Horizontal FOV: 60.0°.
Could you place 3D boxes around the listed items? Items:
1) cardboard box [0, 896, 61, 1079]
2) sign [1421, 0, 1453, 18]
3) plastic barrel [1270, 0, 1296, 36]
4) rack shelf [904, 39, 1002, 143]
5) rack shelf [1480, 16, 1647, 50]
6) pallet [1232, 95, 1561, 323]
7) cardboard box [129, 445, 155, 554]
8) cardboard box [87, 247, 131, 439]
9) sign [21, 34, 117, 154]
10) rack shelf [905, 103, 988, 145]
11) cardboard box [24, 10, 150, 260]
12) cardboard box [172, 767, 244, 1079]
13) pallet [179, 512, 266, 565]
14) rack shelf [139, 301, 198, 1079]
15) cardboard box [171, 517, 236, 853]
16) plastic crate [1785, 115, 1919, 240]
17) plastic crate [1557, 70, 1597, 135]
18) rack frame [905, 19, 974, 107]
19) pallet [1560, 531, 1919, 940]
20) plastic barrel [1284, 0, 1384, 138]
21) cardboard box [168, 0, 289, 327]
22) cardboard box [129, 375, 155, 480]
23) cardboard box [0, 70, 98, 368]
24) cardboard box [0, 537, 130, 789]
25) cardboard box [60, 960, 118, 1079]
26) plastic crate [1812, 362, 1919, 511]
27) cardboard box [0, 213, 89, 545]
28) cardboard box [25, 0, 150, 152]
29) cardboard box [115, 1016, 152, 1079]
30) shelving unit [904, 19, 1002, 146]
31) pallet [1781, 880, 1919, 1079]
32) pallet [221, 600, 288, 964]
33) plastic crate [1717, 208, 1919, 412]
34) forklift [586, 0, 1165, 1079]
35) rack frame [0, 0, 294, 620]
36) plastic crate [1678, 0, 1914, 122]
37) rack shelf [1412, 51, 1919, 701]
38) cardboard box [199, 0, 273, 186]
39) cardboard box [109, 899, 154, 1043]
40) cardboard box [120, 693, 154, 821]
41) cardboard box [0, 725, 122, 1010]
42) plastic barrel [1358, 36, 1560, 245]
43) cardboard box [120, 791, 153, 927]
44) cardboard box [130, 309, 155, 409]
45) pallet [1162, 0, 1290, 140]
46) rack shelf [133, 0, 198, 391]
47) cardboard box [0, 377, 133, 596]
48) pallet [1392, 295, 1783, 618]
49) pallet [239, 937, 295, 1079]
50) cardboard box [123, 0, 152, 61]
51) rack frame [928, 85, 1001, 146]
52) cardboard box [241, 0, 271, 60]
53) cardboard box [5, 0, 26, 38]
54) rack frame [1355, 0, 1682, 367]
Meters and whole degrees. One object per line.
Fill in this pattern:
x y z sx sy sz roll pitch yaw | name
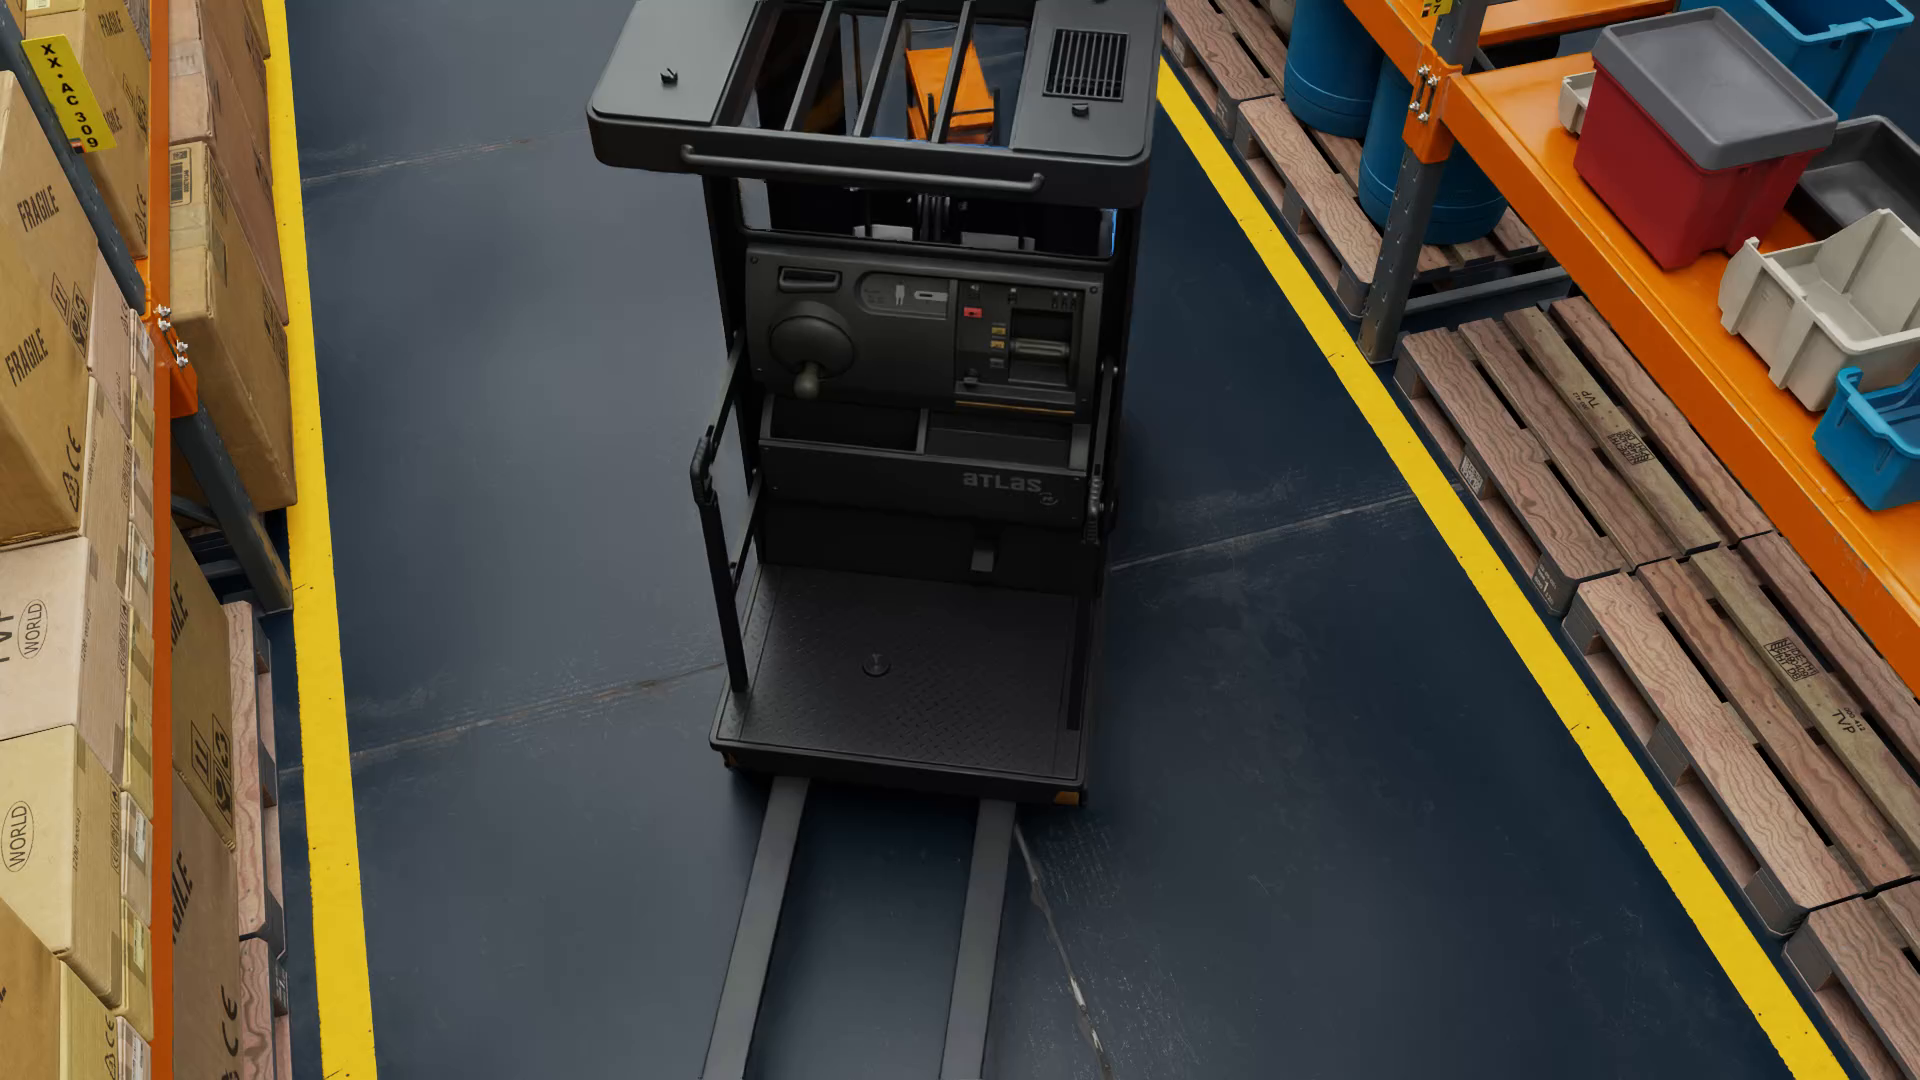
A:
-1.726 0.817 2.513 0.500 0.500 0.500 -15 51 -12 | cardboard box
1.487 -1.748 5.081 0.100 0.325 0.005 -13 51 -11 | sign
1.578 -2.466 7.220 0.421 0.512 0.421 0 50 0 | plastic barrel
-0.028 -1.515 5.728 0.258 0.148 0.480 -8 50 -7 | rack shelf
1.422 -3.057 6.742 0.831 0.071 3.687 -13 51 -11 | rack shelf
1.825 -1.456 6.839 1.003 0.211 1.213 -13 51 -11 | pallet
-2.163 -0.057 4.000 0.380 0.149 0.250 -14 51 -12 | cardboard box
-2.337 -0.446 4.068 0.500 0.250 0.500 -14 51 -12 | cardboard box
-2.189 -1.093 4.091 0.100 0.325 0.005 -13 51 -11 | sign
-0.028 -1.363 5.909 0.258 0.148 0.480 -8 50 -7 | rack shelf
-2.615 -1.087 4.639 0.500 0.500 0.500 -13 51 -11 | cardboard box
-2.333 1.045 4.022 0.875 0.875 0.875 -13 51 -11 | cardboard box
-3.018 -0.310 5.873 1.003 0.211 1.213 -13 51 -11 | pallet
-2.127 1.031 3.390 1.077 0.370 4.000 -13 51 -11 | rack shelf
-2.600 0.388 4.576 0.875 0.875 0.875 -13 51 -11 | cardboard box
2.601 -0.956 4.734 0.437 0.125 0.590 -13 51 -11 | plastic crate
2.014 -1.344 5.054 0.396 0.136 0.243 -13 51 -11 | plastic crate
-0.072 -1.445 6.184 0.240 1.200 0.015 -8 50 -7 | rack frame
2.632 0.538 5.158 1.003 0.211 1.213 -13 51 -11 | pallet
1.659 -2.159 6.706 0.600 0.901 0.708 -13 51 -11 | plastic barrel
-3.192 -1.228 5.938 1.225 0.875 0.875 -15 51 -12 | cardboard box
-2.239 -0.244 4.158 0.380 0.149 0.250 -12 51 -10 | cardboard box
-2.327 -0.676 3.771 0.500 0.500 0.500 -12 51 -10 | cardboard box
-2.031 0.304 3.435 0.500 0.250 0.500 -12 51 -10 | cardboard box
-1.725 1.055 2.803 0.500 0.250 0.500 -15 51 -12 | cardboard box
2.344 -0.268 4.084 0.416 0.233 0.300 -13 51 -11 | plastic crate
-2.183 -0.309 3.462 0.500 0.500 0.500 -13 51 -11 | cardboard box
-2.765 -1.453 4.948 0.500 0.500 0.500 -13 51 -11 | cardboard box
-1.708 1.068 3.052 0.380 0.149 0.250 -14 51 -11 | cardboard box
-0.028 -1.262 6.029 0.258 1.200 0.503 -8 50 -7 | shelving unit
2.989 1.427 4.409 1.003 0.211 1.213 -13 51 -11 | pallet
-2.568 0.810 4.929 1.003 0.211 1.213 -13 51 -11 | pallet
2.289 -0.606 4.337 0.437 0.282 0.530 -13 51 -11 | plastic crate
-0.126 -0.434 4.199 1.130 2.935 3.031 6 50 5 | forklift
-2.718 -0.662 4.346 1.000 3.000 0.127 -13 51 -11 | rack frame
2.477 -1.532 5.051 0.392 0.384 0.575 -13 51 -11 | plastic crate
2.605 -0.089 4.334 1.077 0.370 4.000 -13 51 -11 | rack shelf
-3.461 -1.872 6.481 1.225 0.875 0.875 -13 51 -11 | cardboard box
-1.781 0.884 3.207 0.380 0.149 0.250 -14 51 -12 | cardboard box
-1.935 0.506 3.526 0.380 0.149 0.250 -14 51 -12 | cardboard box
-1.884 0.675 3.123 0.500 0.250 0.500 -14 51 -12 | cardboard box
1.869 -1.642 6.270 0.600 0.901 0.708 -13 51 -11 | plastic barrel
-1.861 0.692 3.369 0.380 0.149 0.250 -13 51 -10 | cardboard box
-2.315 -0.432 4.317 0.380 0.149 0.250 -13 51 -11 | cardboard box
1.460 -2.349 7.592 1.003 0.211 1.213 -13 51 -11 | pallet
-3.310 -1.891 5.853 1.077 0.370 4.000 -13 51 -11 | rack shelf
-2.182 -0.069 3.750 0.500 0.250 0.500 -12 51 -10 | cardboard box
2.268 -0.355 5.911 1.003 0.211 1.213 -13 51 -11 | pallet
-2.204 1.703 4.177 1.003 0.211 1.213 -13 51 -11 | pallet
-2.913 -1.819 5.256 0.500 0.500 0.500 -14 51 -12 | cardboard box
0.016 -1.078 5.874 0.240 1.200 0.015 -8 50 -7 | rack frame
-3.717 -2.525 7.032 1.225 0.875 0.875 -15 52 -13 | cardboard box
-2.915 -1.482 4.316 0.797 0.503 0.637 -15 51 -12 | cardboard box
2.013 -1.782 5.290 1.000 3.000 0.127 -13 51 -11 | rack frame
